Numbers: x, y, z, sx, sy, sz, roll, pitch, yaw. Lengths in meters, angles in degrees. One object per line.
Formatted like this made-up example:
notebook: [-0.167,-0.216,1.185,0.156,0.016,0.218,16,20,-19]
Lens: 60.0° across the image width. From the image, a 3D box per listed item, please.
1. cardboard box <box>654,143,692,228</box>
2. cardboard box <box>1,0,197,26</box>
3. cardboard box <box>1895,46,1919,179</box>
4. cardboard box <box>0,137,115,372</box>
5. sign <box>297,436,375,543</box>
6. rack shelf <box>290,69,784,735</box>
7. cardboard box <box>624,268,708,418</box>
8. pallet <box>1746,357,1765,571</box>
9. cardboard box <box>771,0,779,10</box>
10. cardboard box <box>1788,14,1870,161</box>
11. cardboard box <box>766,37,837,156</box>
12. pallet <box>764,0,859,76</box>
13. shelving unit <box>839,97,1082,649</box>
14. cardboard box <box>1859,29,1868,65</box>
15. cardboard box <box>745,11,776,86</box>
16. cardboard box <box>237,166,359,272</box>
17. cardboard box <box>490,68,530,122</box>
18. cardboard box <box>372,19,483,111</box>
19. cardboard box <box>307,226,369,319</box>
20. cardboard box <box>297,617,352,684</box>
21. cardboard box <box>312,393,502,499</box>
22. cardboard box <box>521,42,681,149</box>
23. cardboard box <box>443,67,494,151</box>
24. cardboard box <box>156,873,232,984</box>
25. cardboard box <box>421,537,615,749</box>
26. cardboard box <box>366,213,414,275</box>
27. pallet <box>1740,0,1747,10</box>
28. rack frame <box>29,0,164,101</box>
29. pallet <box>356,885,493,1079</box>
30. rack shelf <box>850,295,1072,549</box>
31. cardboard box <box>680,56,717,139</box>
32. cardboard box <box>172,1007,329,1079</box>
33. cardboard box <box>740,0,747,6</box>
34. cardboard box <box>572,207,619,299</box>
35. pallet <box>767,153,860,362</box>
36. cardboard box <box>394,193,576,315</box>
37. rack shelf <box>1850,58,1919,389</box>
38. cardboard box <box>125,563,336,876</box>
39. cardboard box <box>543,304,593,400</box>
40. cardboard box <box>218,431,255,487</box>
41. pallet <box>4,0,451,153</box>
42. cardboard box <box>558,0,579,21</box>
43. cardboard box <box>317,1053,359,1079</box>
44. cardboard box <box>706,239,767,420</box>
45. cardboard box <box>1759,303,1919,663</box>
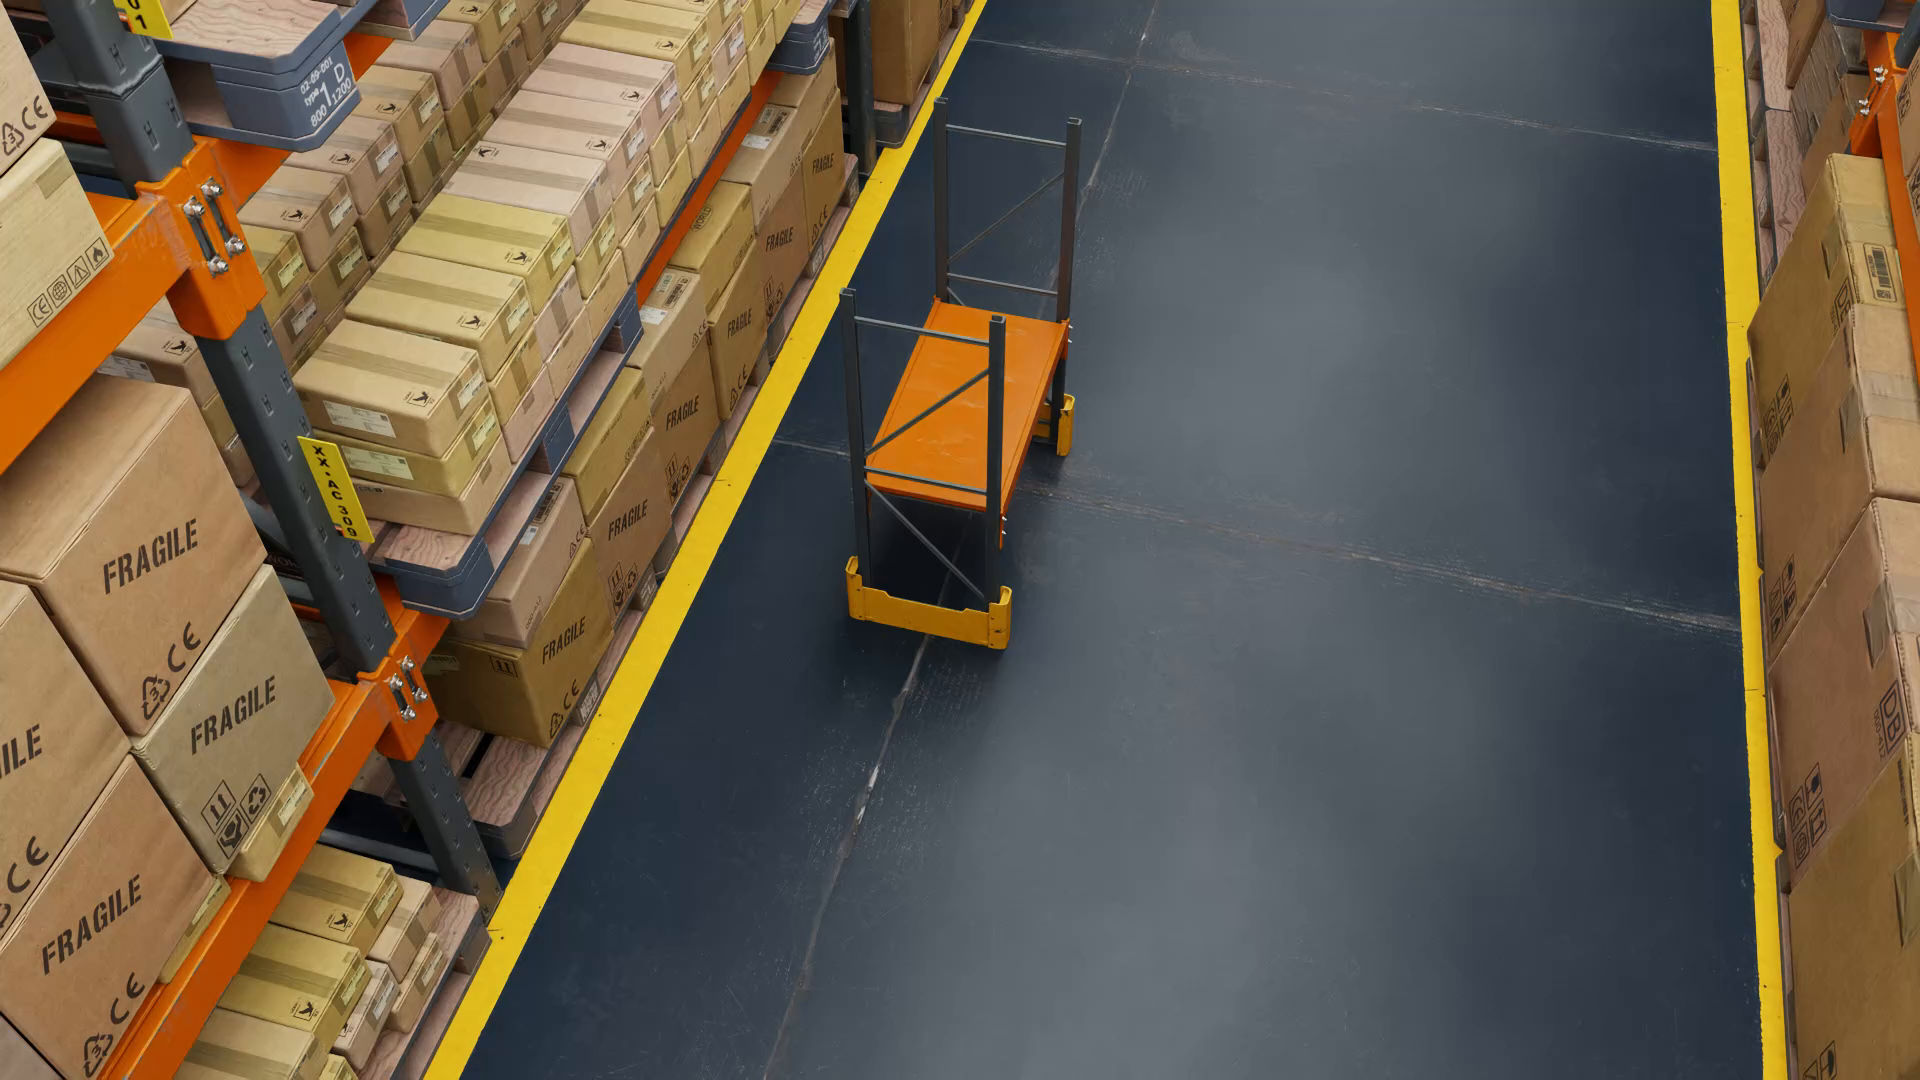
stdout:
cardboard box: [-1.054,-1.121,5.127,0.380,0.149,0.250,11,49,9]
cardboard box: [-1.734,-1.343,3.087,0.700,0.500,0.500,12,50,10]
cardboard box: [3.481,-1.502,5.509,0.500,0.500,0.500,13,50,11]
cardboard box: [-1.809,-0.460,2.755,0.500,0.250,0.500,13,50,11]
sign: [-1.414,-0.111,3.770,0.100,0.325,0.005,12,50,10]
rack shelf: [-1.414,-1.134,5.730,1.077,0.370,4.000,12,50,10]
cardboard box: [-1.214,-0.722,5.773,0.500,0.250,0.500,13,50,11]
pallet: [3.591,-0.289,6.364,1.003,0.211,1.213,12,50,10]
cardboard box: [-0.780,-1.961,5.669,0.380,0.149,0.250,12,50,10]
cardboard box: [4.162,-1.978,7.369,0.700,0.500,0.500,8,49,7]
cardboard box: [-0.814,-1.833,6.754,0.500,0.250,0.500,11,49,9]
pallet: [-0.972,-2.219,6.336,1.213,0.211,1.003,12,50,10]
shelving unit: [0.020,-0.551,5.736,0.587,1.500,1.083,12,50,10]
cardboard box: [4.149,-2.210,7.073,0.500,0.250,0.500,17,51,14]
cardboard box: [-0.846,-1.687,5.626,0.380,0.149,0.250,10,49,8]
cardboard box: [-1.883,-0.888,4.524,0.380,0.149,0.250,10,49,9]
cardboard box: [-1.617,-1.444,5.411,0.380,0.149,0.250,10,49,9]
cardboard box: [-1.679,-1.450,5.020,0.380,0.149,0.250,10,49,8]
cardboard box: [-1.889,-0.776,4.624,0.380,0.149,0.250,14,50,12]
cardboard box: [-1.988,0.177,5.480,0.500,0.500,0.500,11,49,9]
cardboard box: [-1.393,-0.274,4.180,0.380,0.149,0.250,12,50,11]
cardboard box: [-1.053,-1.308,4.894,0.380,0.149,0.250,13,50,11]
cardboard box: [-1.682,-1.361,5.140,0.380,0.149,0.250,12,50,10]
cardboard box: [-1.880,0.799,3.711,0.380,0.149,0.250,13,50,12]
cardboard box: [-1.490,0.280,5.389,0.500,0.500,0.500,13,50,11]
cardboard box: [-1.825,-0.857,4.893,0.380,0.149,0.250,9,49,8]
pallet: [4.721,-3.174,8.911,1.003,0.211,1.213,12,50,10]
rack frame: [-1.940,-1.911,1.935,1.000,3.000,0.127,12,50,10]
pallet: [-2.083,1.490,4.794,1.003,0.211,1.213,12,50,10]
rack shelf: [0.022,-0.439,5.877,0.538,0.185,1.000,12,50,10]
cardboard box: [-0.983,-1.406,5.179,0.380,0.149,0.250,11,49,9]
cardboard box: [-1.870,1.365,4.270,0.380,0.149,0.250,11,50,10]
cardboard box: [-0.847,-1.889,5.407,0.380,0.149,0.250,12,50,10]
cardboard box: [-1.191,-0.837,4.677,0.380,0.149,0.250,10,49,8]
pallet: [-1.094,-1.331,7.284,1.003,0.211,1.213,12,50,10]
cardboard box: [-1.255,-0.760,4.411,0.380,0.149,0.250,12,50,10]
rack shelf: [3.345,-0.083,4.802,1.077,0.370,4.000,12,50,10]
cardboard box: [-1.795,0.348,3.677,0.500,0.500,0.500,12,50,10]
cardboard box: [-1.256,-0.558,4.629,0.380,0.149,0.250,12,50,10]
cardboard box: [-2.026,-0.308,4.409,0.380,0.149,0.250,11,49,9]
pallet: [-1.675,-1.282,3.505,1.213,0.211,1.003,12,50,10]
cardboard box: [-1.477,-1.910,5.625,0.380,0.149,0.250,12,50,10]
cardboard box: [-1.829,1.466,4.378,0.380,0.149,0.250,10,49,9]
cardboard box: [-1.072,-0.843,6.380,0.500,0.500,0.500,10,49,8]
cardboard box: [3.428,-0.065,5.444,1.225,0.875,0.875,12,50,10]
